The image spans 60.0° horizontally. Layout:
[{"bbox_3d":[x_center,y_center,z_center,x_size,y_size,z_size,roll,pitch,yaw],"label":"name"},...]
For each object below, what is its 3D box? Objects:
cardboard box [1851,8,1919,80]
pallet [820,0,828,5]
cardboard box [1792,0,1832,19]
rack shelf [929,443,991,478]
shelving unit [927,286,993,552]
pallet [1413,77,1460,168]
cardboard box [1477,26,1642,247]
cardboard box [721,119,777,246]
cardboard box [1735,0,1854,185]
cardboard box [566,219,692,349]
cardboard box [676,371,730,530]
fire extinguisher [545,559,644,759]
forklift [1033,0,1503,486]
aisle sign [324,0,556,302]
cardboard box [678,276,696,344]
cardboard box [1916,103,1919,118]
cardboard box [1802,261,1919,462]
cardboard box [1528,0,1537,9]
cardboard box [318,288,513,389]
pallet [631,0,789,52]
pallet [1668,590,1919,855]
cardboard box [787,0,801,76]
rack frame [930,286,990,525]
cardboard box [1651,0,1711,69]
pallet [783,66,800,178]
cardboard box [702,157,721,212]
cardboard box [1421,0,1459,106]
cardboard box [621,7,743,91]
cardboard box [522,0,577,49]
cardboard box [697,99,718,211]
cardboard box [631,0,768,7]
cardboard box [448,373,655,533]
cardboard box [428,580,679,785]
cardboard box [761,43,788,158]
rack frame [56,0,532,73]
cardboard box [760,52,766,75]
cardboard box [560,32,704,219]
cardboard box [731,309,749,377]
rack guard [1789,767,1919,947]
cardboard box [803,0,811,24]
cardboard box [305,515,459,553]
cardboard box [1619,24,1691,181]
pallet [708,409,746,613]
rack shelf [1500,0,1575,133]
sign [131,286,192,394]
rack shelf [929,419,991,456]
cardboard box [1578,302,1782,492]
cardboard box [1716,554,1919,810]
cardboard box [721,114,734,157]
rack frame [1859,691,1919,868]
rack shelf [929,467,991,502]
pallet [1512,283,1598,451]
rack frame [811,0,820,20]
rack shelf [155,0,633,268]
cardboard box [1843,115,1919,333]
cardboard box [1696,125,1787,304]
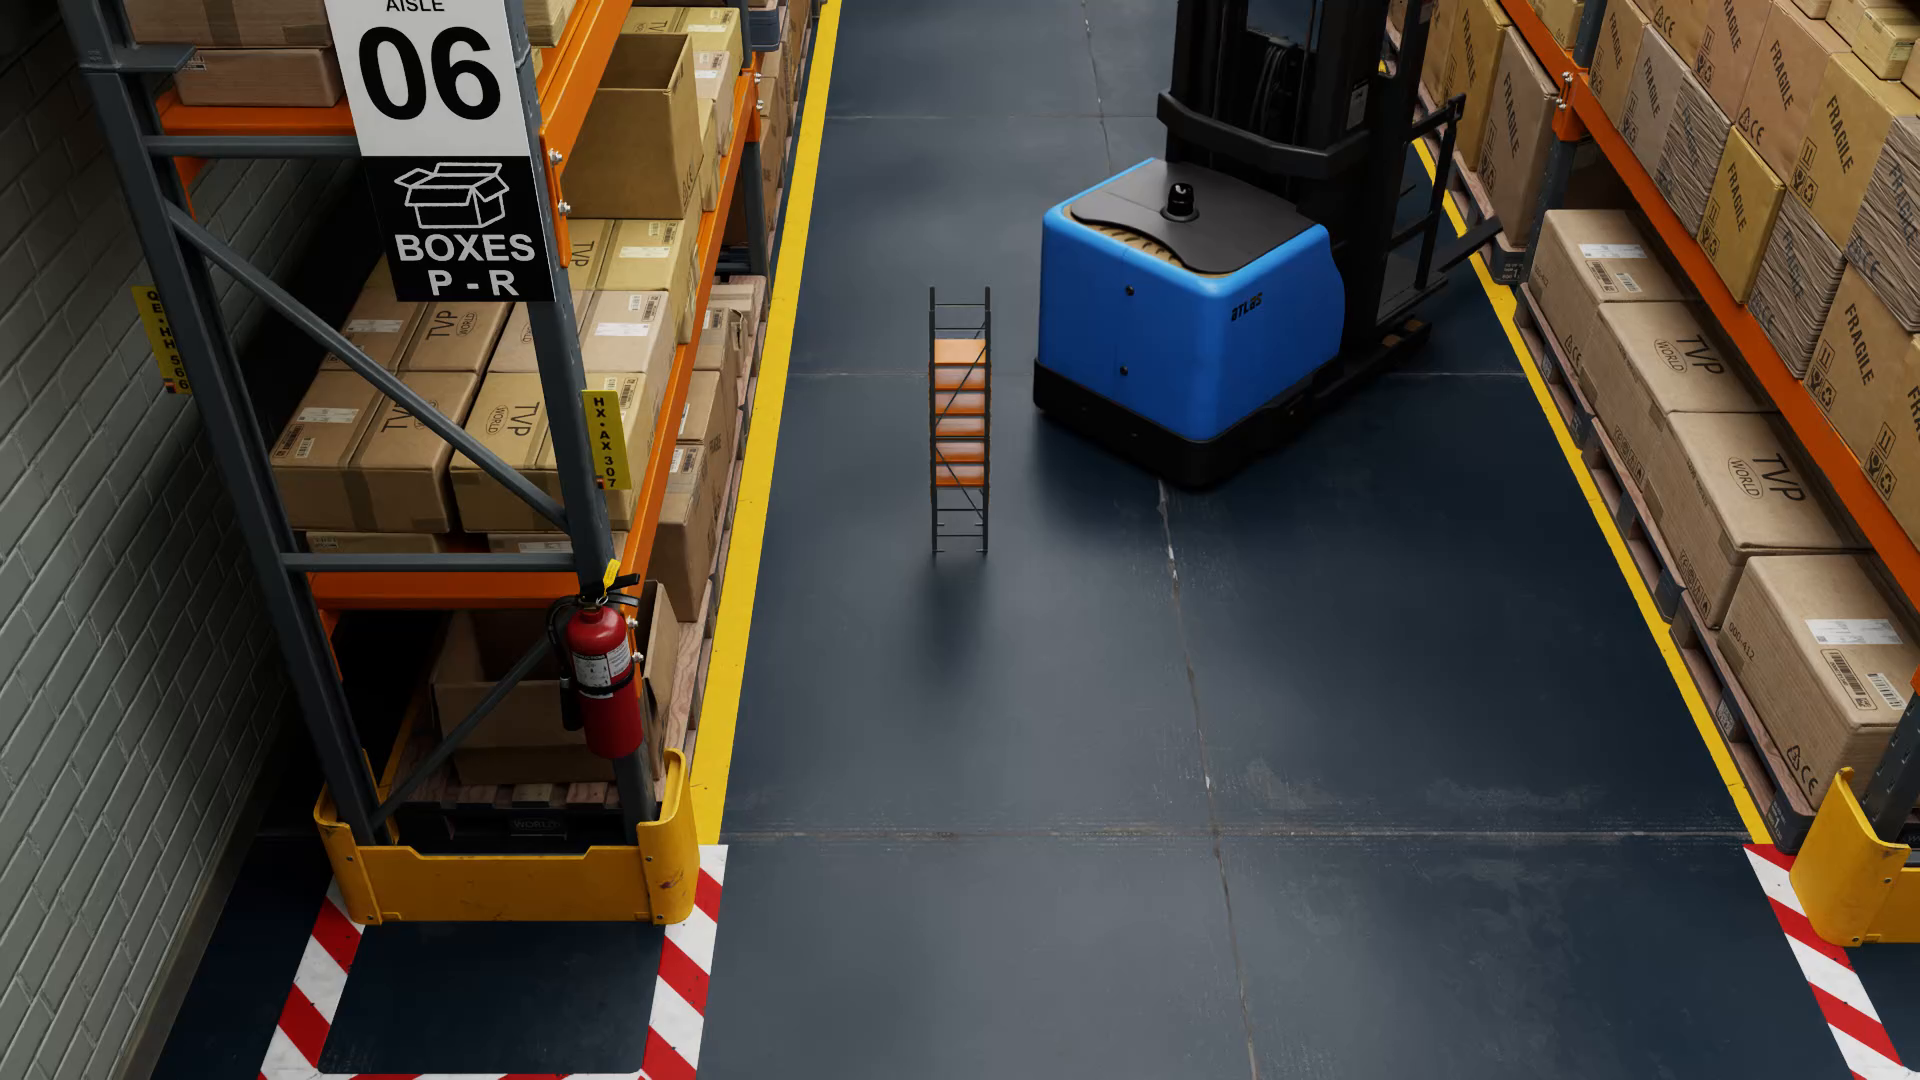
[{"bbox_3d":[3.208,-1.640,5.499,0.380,0.149,0.250,1,39,1],"label":"cardboard box"},{"bbox_3d":[-1.469,-4.359,12.520,1.003,0.211,1.213,0,39,0],"label":"pallet"},{"bbox_3d":[3.185,-1.969,5.910,0.380,0.149,0.250,0,39,0],"label":"cardboard box"},{"bbox_3d":[0.000,-0.349,6.989,0.258,0.103,0.180,0,39,0],"label":"rack shelf"},{"bbox_3d":[0.000,-0.477,6.886,0.258,1.200,0.189,0,39,0],"label":"shelving unit"},{"bbox_3d":[3.380,-2.596,10.320,1.003,0.211,1.213,0,39,0],"label":"pallet"},{"bbox_3d":[3.380,-2.159,8.909,0.875,0.875,0.875,1,39,1],"label":"cardboard box"},{"bbox_3d":[-1.278,-1.922,8.913,0.500,0.500,0.500,2,39,2],"label":"cardboard box"},{"bbox_3d":[3.201,-1.616,5.989,0.500,0.500,0.500,0,39,0],"label":"cardboard box"},{"bbox_3d":[-1.234,-0.903,5.860,0.500,0.250,0.500,-1,39,-1],"label":"cardboard box"},{"bbox_3d":[-1.267,-0.366,6.971,0.500,0.500,0.500,1,39,1],"label":"cardboard box"},{"bbox_3d":[-1.036,0.338,4.790,0.296,0.674,0.183,0,39,0],"label":"fire extinguisher"},{"bbox_3d":[1.739,-2.208,7.662,1.130,2.935,3.031,31,48,33],"label":"forklift"},{"bbox_3d":[-1.204,-0.901,3.897,0.394,0.787,0.004,0,39,0],"label":"aisle sign"},{"bbox_3d":[-1.176,-0.843,6.104,0.380,0.149,0.250,-1,39,-1],"label":"cardboard box"},{"bbox_3d":[3.197,-1.320,5.100,0.380,0.149,0.250,1,39,1],"label":"cardboard box"},{"bbox_3d":[3.215,-0.590,5.507,0.500,0.500,0.500,-1,39,-1],"label":"cardboard box"},{"bbox_3d":[3.209,-2.977,8.686,0.500,0.250,0.500,-1,39,-1],"label":"cardboard box"},{"bbox_3d":[-1.763,-0.597,5.478,0.500,0.250,0.500,0,39,0],"label":"cardboard box"},{"bbox_3d":[-1.395,-2.856,8.568,1.003,0.211,1.213,0,39,0],"label":"pallet"},{"bbox_3d":[3.386,0.653,6.266,1.003,0.211,1.213,0,39,0],"label":"pallet"},{"bbox_3d":[-1.299,-3.216,10.528,0.500,0.500,0.500,2,39,2],"label":"cardboard box"},{"bbox_3d":[0.000,-0.534,6.957,0.240,1.200,0.006,0,39,0],"label":"rack frame"},{"bbox_3d":[3.214,-2.252,6.782,0.500,0.500,0.500,-1,39,-1],"label":"cardboard box"},{"bbox_3d":[-1.546,-2.616,10.346,1.003,0.211,1.213,0,39,0],"label":"pallet"},{"bbox_3d":[-1.202,-1.484,6.905,0.380,0.149,0.250,-1,39,-1],"label":"cardboard box"},{"bbox_3d":[3.371,-3.283,10.311,0.875,0.875,0.875,0,39,1],"label":"cardboard box"},{"bbox_3d":[-1.258,-2.170,7.441,0.500,0.250,0.500,1,39,1],"label":"cardboard box"},{"bbox_3d":[-1.225,-1.435,4.126,0.500,0.250,0.500,0,39,-1],"label":"cardboard box"},{"bbox_3d":[-1.256,-1.545,6.661,0.500,0.250,0.500,0,39,0],"label":"cardboard box"},{"bbox_3d":[-1.280,-2.936,8.100,0.700,0.500,0.500,1,39,1],"label":"cardboard box"},{"bbox_3d":[-1.229,-0.271,5.071,0.500,0.250,0.500,0,39,0],"label":"cardboard box"},{"bbox_3d":[-1.404,0.498,5.890,0.797,0.503,0.637,-1,39,-2],"label":"cardboard box"},{"bbox_3d":[-1.285,-2.567,9.718,0.500,0.500,0.500,-1,39,-1],"label":"cardboard box"},{"bbox_3d":[-1.498,-2.270,2.887,1.000,3.000,0.127,0,39,0],"label":"rack frame"},{"bbox_3d":[-1.303,-2.758,9.437,0.380,0.149,0.250,0,39,0],"label":"cardboard box"},{"bbox_3d":[-1.231,-1.501,6.007,0.500,0.500,0.500,1,39,1],"label":"cardboard box"},{"bbox_3d":[-1.208,-0.956,7.895,0.396,0.266,0.258,1,39,2],"label":"cardboard box"},{"bbox_3d":[3.466,1.055,5.534,1.175,0.500,0.348,0,39,0],"label":"rack guard"},{"bbox_3d":[-1.292,-3.856,11.327,0.500,0.500,0.500,1,39,1],"label":"cardboard box"},{"bbox_3d":[-1.767,-0.038,5.100,0.380,0.149,0.250,0,39,-1],"label":"cardboard box"},{"bbox_3d":[3.196,-1.867,7.102,0.500,0.500,0.500,0,39,0],"label":"cardboard box"},{"bbox_3d":[-1.499,-0.148,7.266,1.003,0.211,1.213,0,39,0],"label":"pallet"},{"bbox_3d":[3.459,-3.407,9.678,1.077,0.370,4.000,0,39,0],"label":"rack shelf"},{"bbox_3d":[-2.053,-0.517,4.317,0.100,0.325,0.005,0,39,0],"label":"sign"},{"bbox_3d":[0.000,-0.443,6.914,0.258,0.103,0.180,0,39,0],"label":"rack shelf"},{"bbox_3d":[3.356,-0.648,7.373,0.875,0.438,0.875,-1,39,-1],"label":"cardboard box"},{"bbox_3d":[3.365,0.488,5.955,0.875,0.438,0.875,-1,39,-2],"label":"cardboard box"},{"bbox_3d":[-1.203,-1.808,7.309,0.380,0.149,0.250,1,39,1],"label":"cardboard box"},{"bbox_3d":[3.465,0.065,4.771,1.000,3.000,0.127,0,39,0],"label":"rack frame"},{"bbox_3d":[0.000,-0.255,7.064,0.258,0.103,0.180,0,39,0],"label":"rack shelf"},{"bbox_3d":[3.384,-0.873,8.170,1.003,0.211,1.213,0,39,0],"label":"pallet"},{"bbox_3d":[-1.507,-4.932,11.006,1.000,3.000,0.127,0,39,0],"label":"rack frame"},{"bbox_3d":[-1.500,-2.070,5.611,1.077,0.370,4.000,0,39,0],"label":"rack shelf"},{"bbox_3d":[3.197,-0.993,5.210,0.500,0.500,0.500,0,39,0],"label":"cardboard box"},{"bbox_3d":[3.191,-1.234,6.311,0.500,0.500,0.500,1,39,1],"label":"cardboard box"}]
